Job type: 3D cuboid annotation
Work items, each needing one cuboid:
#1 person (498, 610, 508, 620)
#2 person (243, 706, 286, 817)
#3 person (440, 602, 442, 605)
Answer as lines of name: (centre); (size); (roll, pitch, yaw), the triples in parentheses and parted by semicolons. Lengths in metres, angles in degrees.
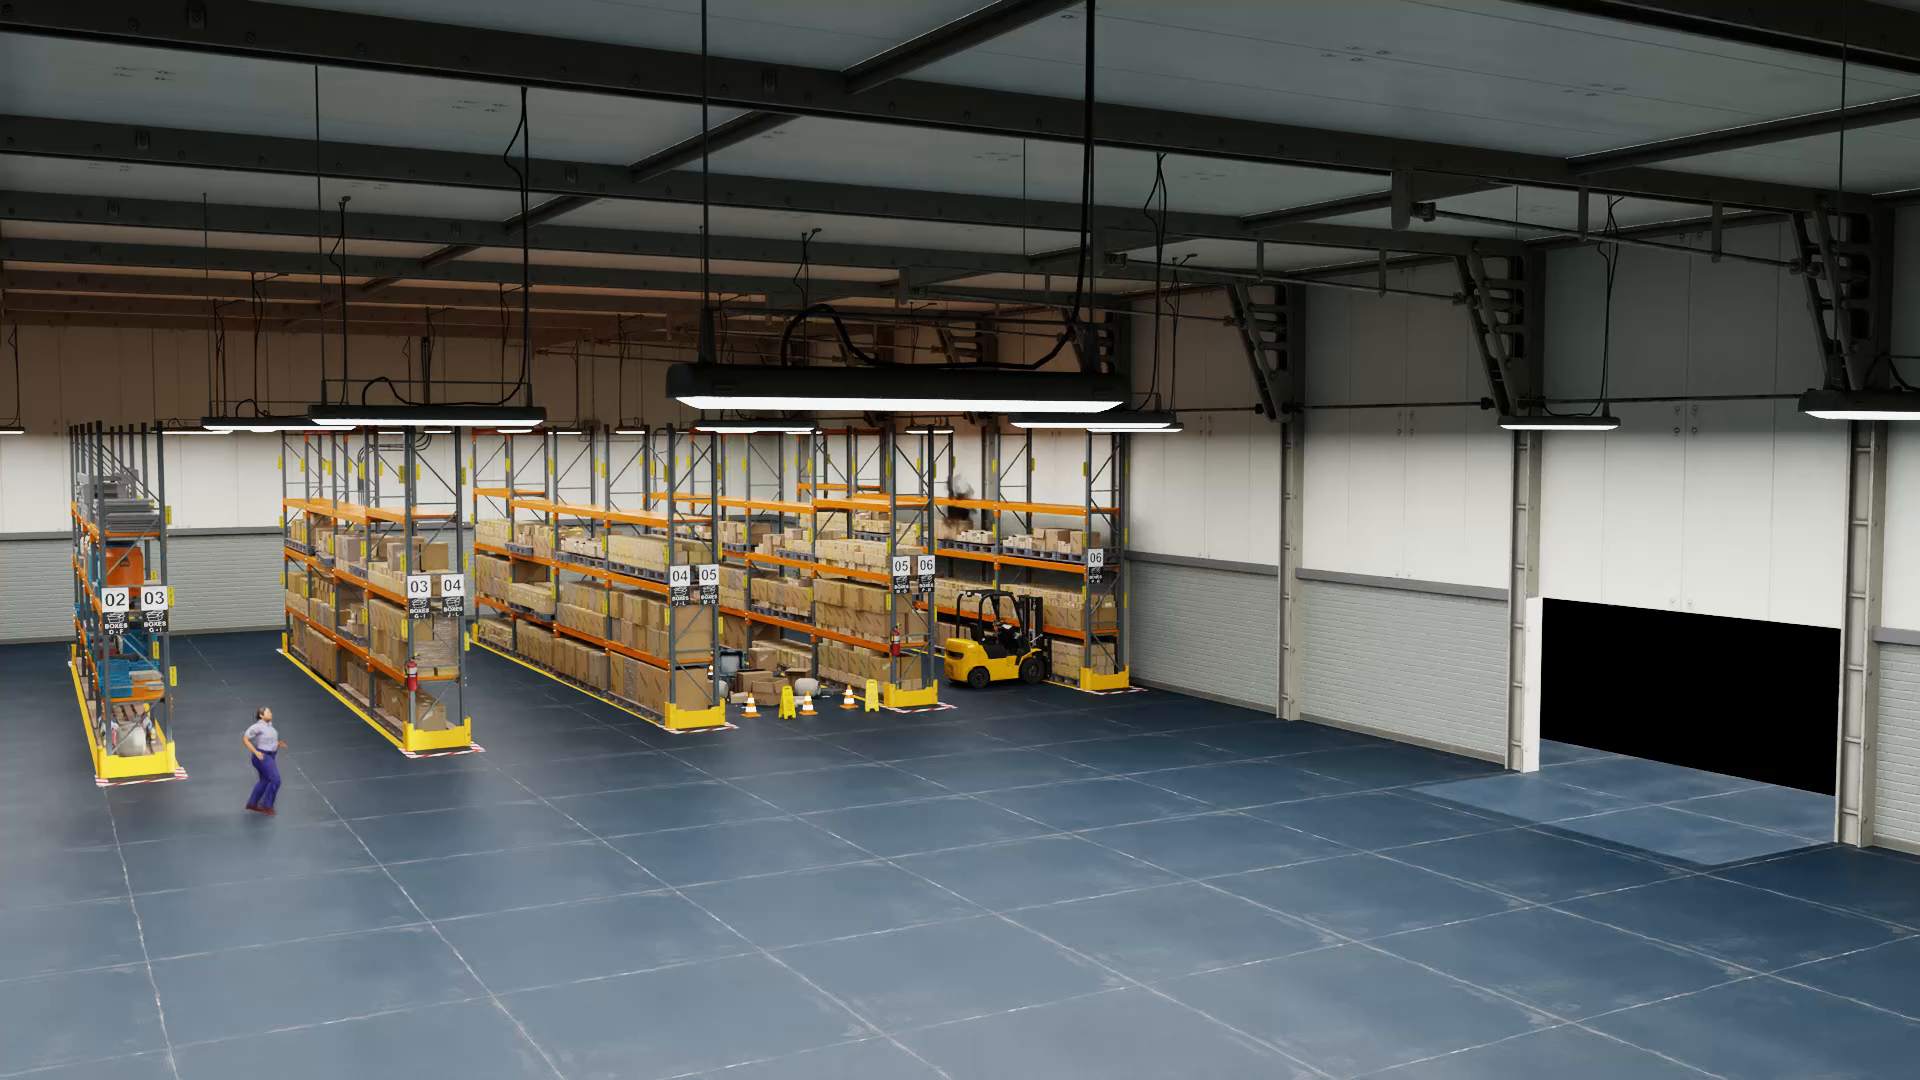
person: (-13.165, 1.913, 48.215); (0.498, 1.674, 0.728); (1, 4, 15)
person: (-10.532, 3.371, 25.180); (0.637, 1.711, 0.586); (0, 4, -5)
person: (-14.469, 2.022, 46.878); (0.626, 1.610, 0.529); (1, 4, 13)
